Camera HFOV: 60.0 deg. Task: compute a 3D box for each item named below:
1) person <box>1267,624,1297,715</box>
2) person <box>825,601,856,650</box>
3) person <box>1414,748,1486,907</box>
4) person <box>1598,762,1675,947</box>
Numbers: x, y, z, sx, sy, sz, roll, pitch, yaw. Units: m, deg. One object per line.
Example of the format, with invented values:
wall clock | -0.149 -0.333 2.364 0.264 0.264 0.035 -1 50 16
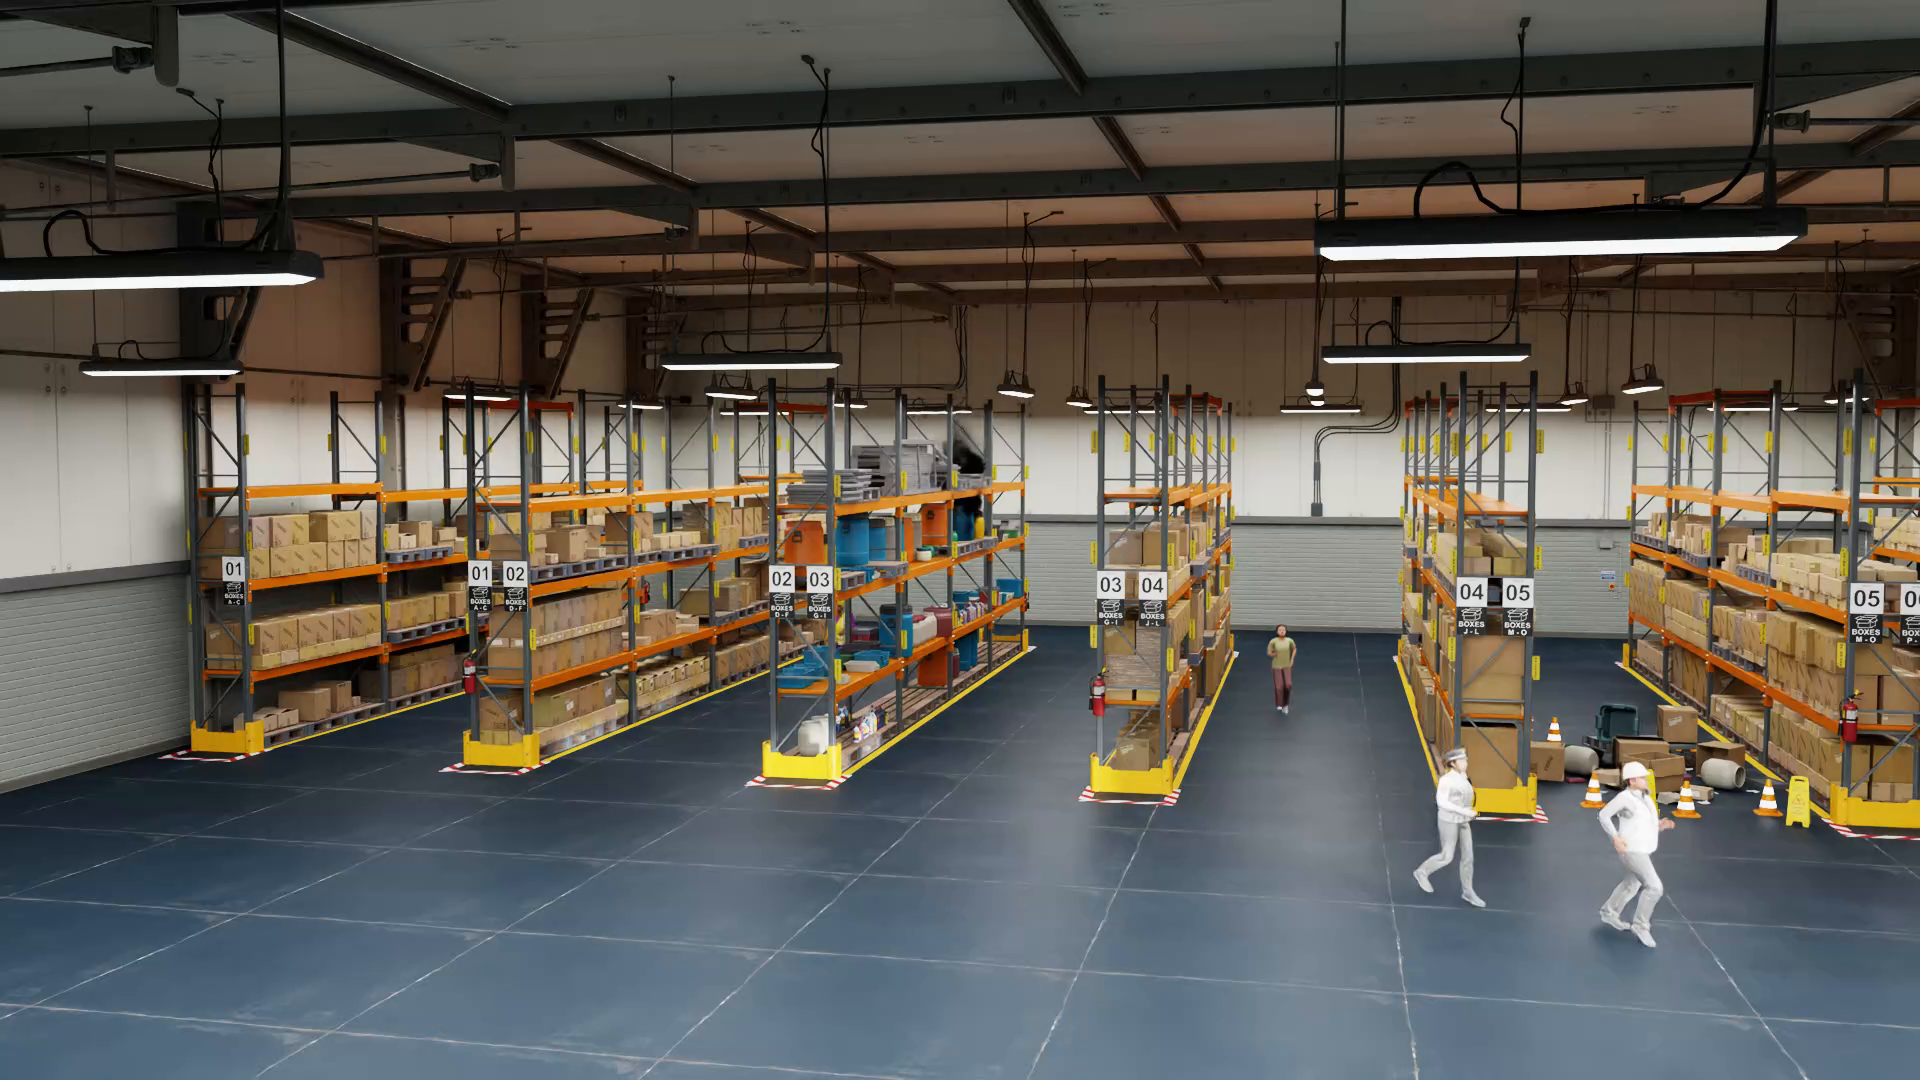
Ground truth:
person | 5.997 2.404 30.954 0.561 1.678 0.620 0 3 7
person | -2.325 2.065 32.189 0.678 1.820 0.779 1 3 12
person | 5.403 3.113 18.265 0.638 1.715 0.818 -3 4 -42
person | 6.829 3.160 16.801 0.752 1.831 0.624 3 4 43
